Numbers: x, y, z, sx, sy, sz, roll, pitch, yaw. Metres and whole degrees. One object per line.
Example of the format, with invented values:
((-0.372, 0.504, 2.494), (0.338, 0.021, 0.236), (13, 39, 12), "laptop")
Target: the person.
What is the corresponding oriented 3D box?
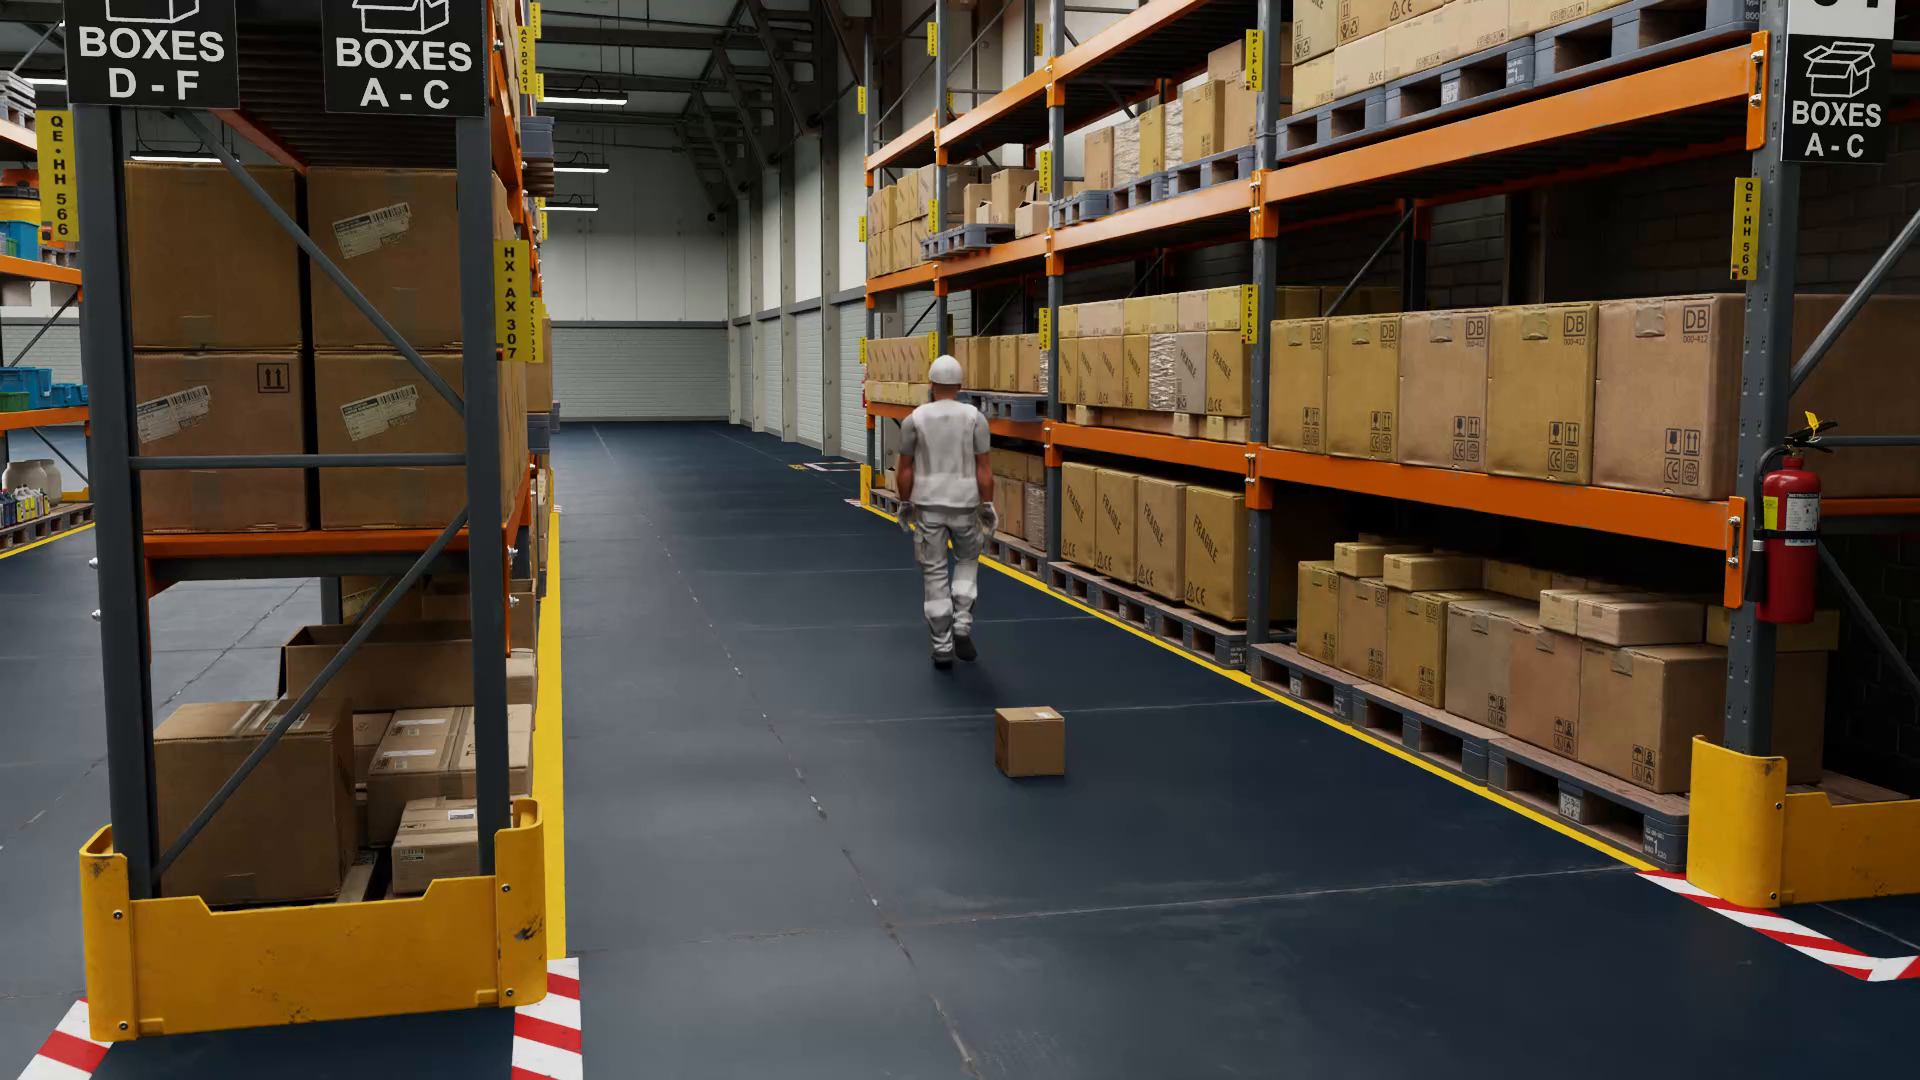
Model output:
((-0.080, -0.169, 9.770), (0.584, 1.822, 0.472), (-1, 6, -5), "person")
